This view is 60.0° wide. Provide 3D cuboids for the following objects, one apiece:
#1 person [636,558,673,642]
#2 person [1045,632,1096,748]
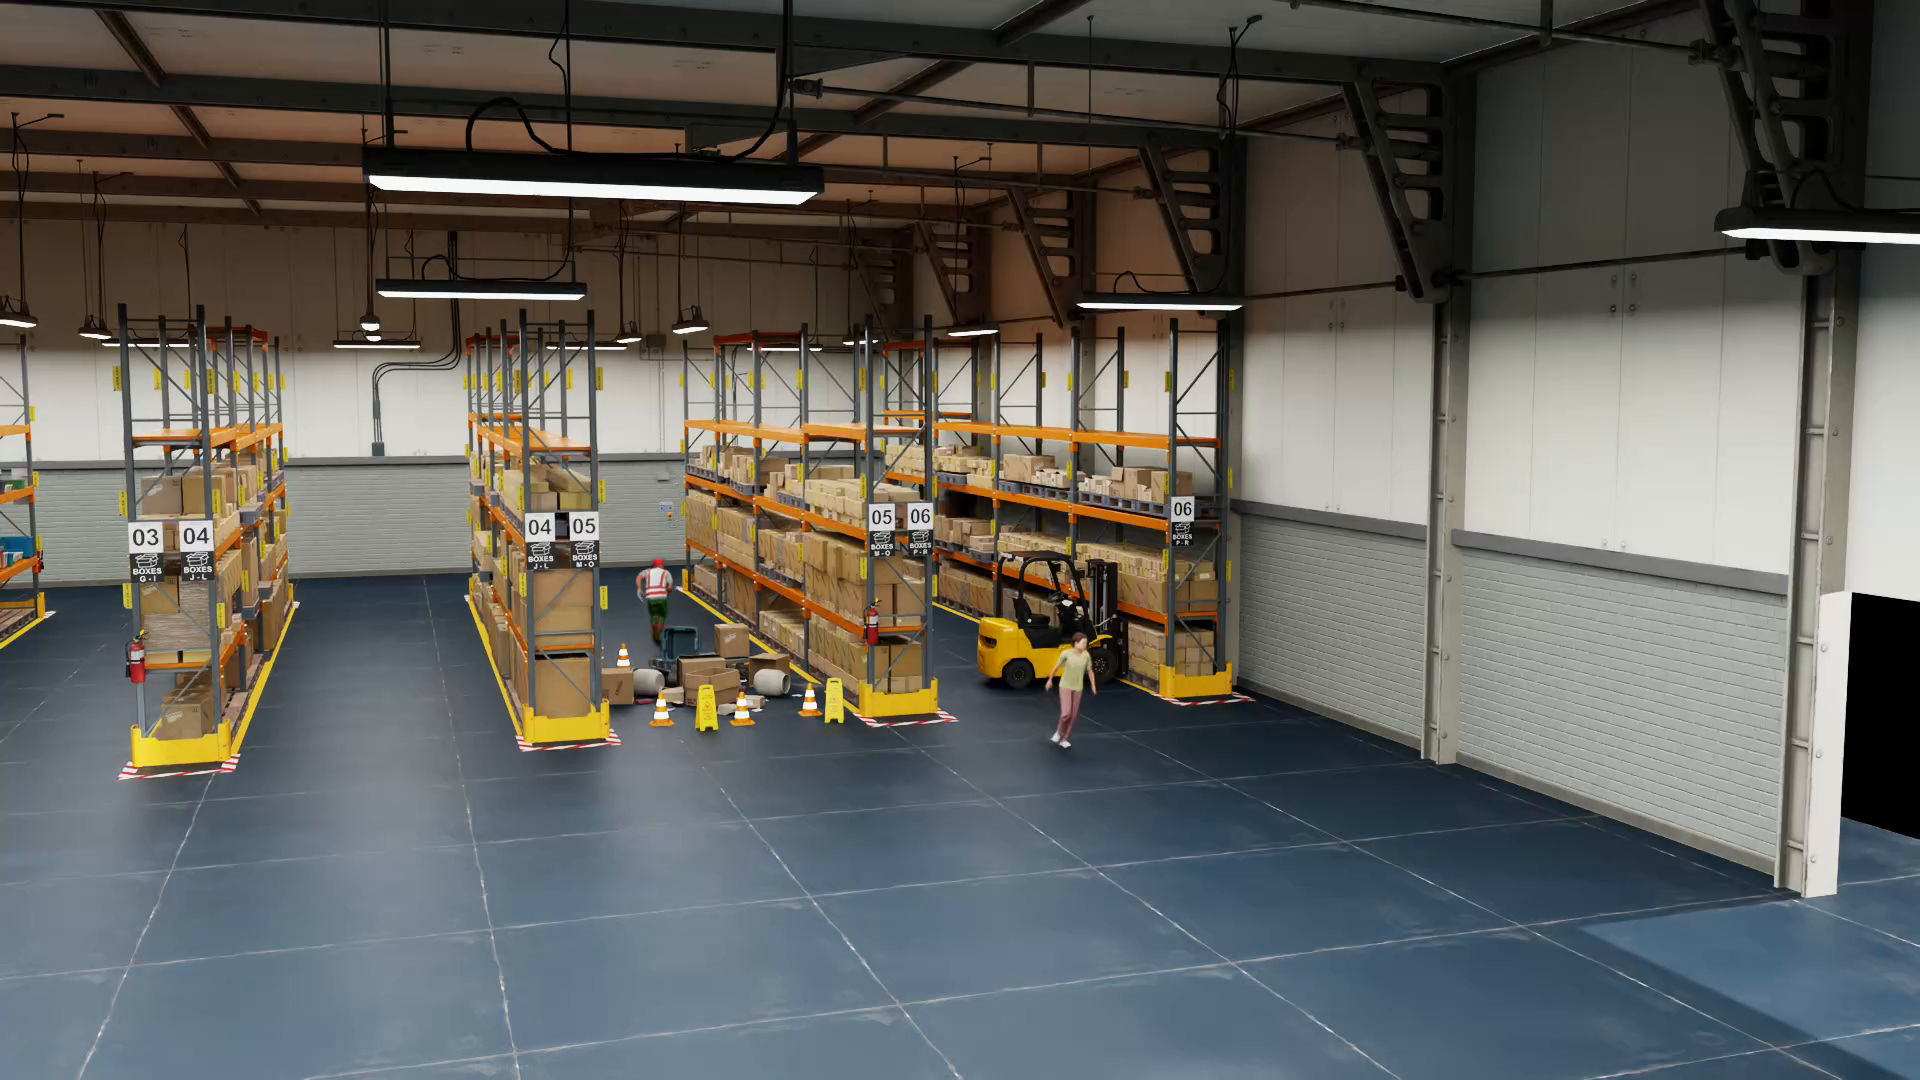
[{"bbox_3d":[-5.924,1.161,32.254,0.693,1.588,0.864,-1,5,-5],"label":"person"},{"bbox_3d":[1.526,2.047,22.709,0.586,1.614,0.577,-2,6,-21],"label":"person"}]
